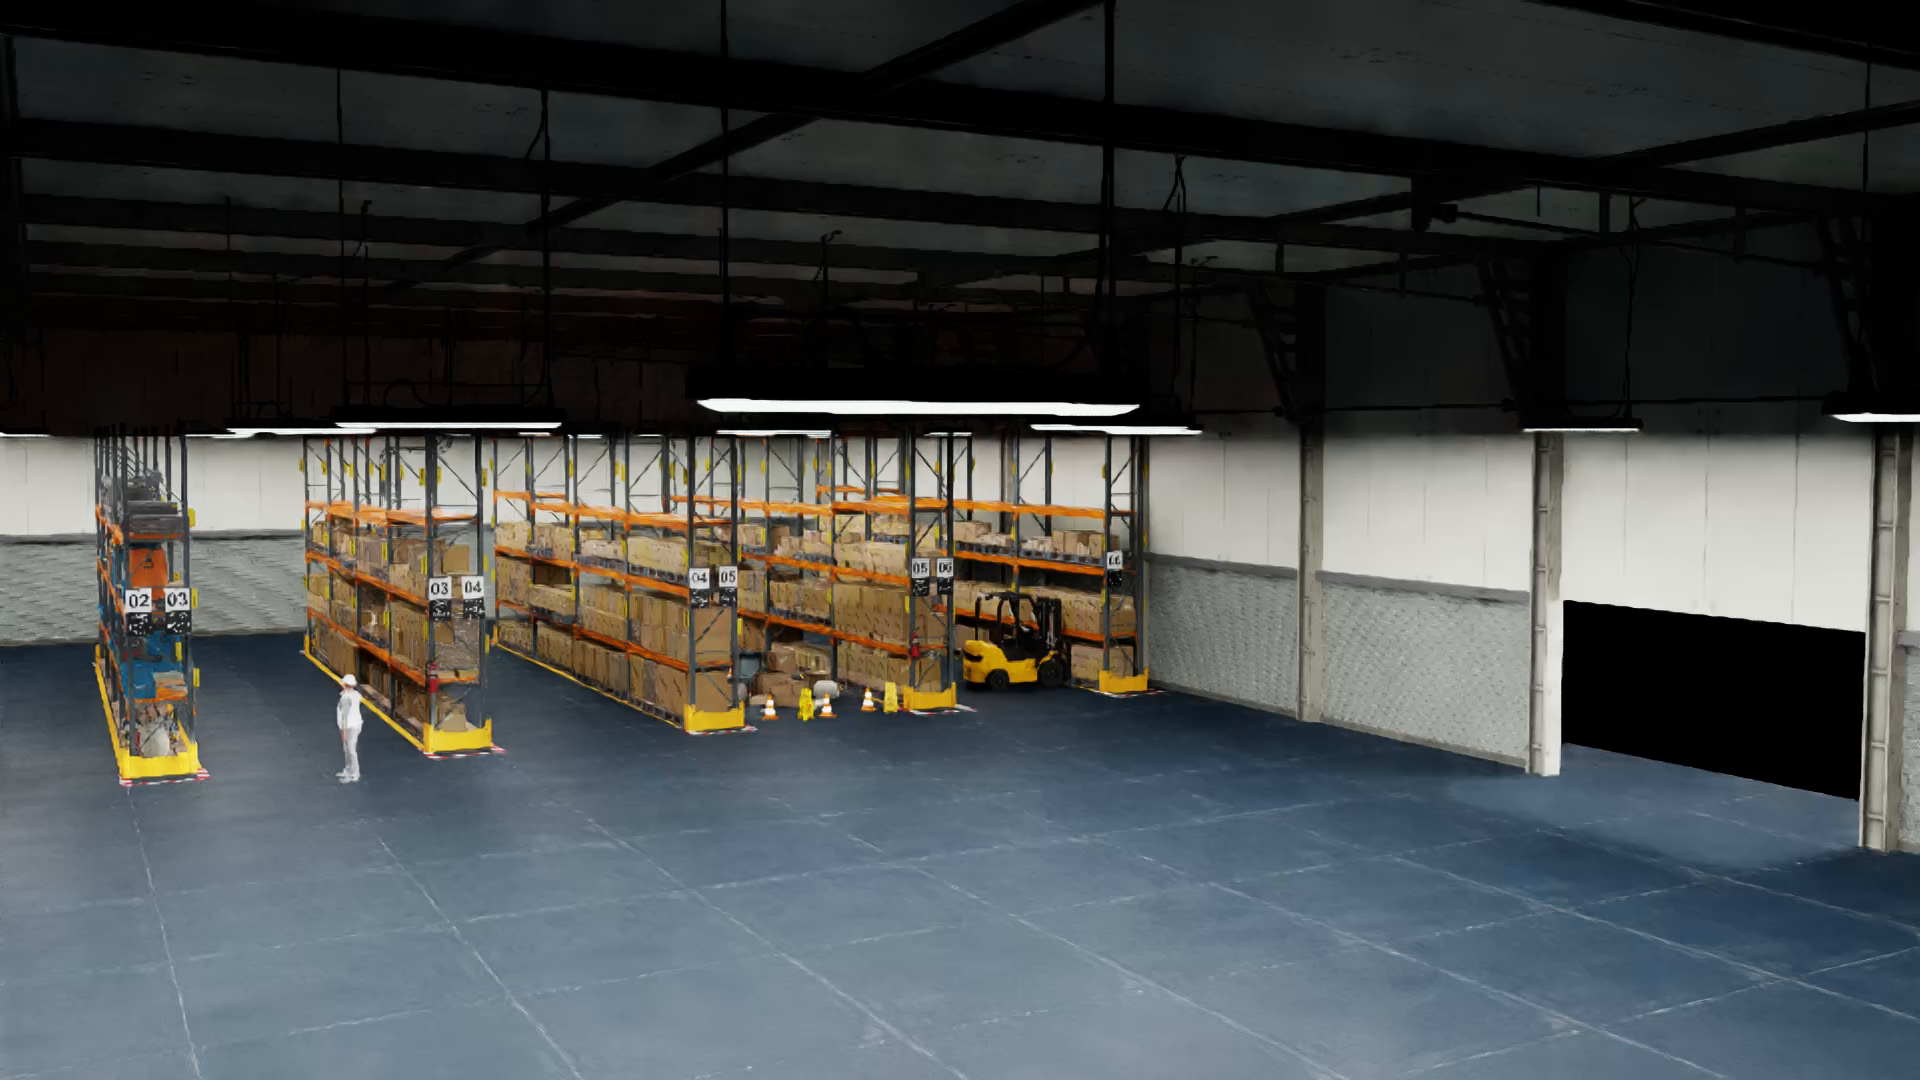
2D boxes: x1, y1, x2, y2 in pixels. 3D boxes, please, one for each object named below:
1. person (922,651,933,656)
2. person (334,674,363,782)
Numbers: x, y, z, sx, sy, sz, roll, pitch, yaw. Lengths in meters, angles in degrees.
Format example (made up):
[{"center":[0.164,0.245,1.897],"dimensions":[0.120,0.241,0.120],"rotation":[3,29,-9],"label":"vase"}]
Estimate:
[{"center":[-0.821,2.437,39.278],"dimensions":[0.568,1.784,0.668],"rotation":[0,3,3],"label":"person"},{"center":[-10.274,3.136,27.855],"dimensions":[0.494,1.775,0.578],"rotation":[0,3,1],"label":"person"}]
